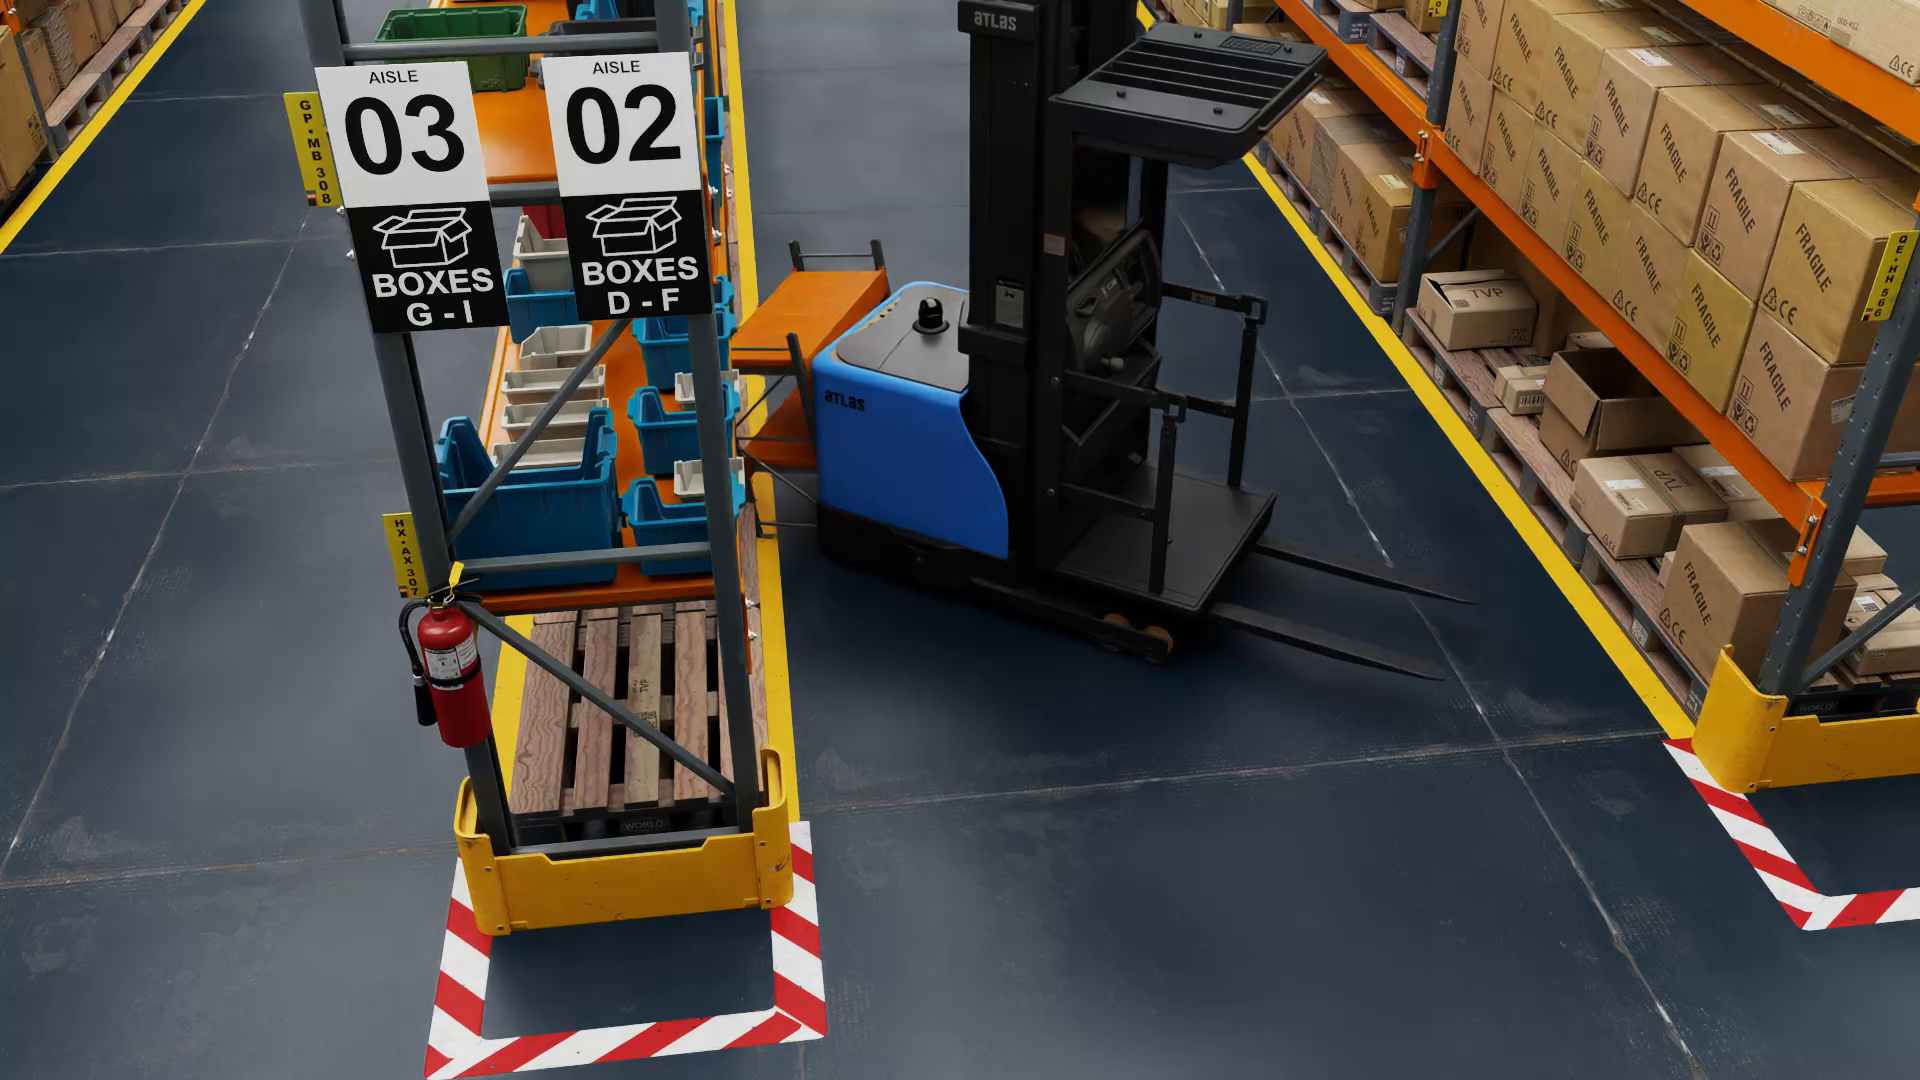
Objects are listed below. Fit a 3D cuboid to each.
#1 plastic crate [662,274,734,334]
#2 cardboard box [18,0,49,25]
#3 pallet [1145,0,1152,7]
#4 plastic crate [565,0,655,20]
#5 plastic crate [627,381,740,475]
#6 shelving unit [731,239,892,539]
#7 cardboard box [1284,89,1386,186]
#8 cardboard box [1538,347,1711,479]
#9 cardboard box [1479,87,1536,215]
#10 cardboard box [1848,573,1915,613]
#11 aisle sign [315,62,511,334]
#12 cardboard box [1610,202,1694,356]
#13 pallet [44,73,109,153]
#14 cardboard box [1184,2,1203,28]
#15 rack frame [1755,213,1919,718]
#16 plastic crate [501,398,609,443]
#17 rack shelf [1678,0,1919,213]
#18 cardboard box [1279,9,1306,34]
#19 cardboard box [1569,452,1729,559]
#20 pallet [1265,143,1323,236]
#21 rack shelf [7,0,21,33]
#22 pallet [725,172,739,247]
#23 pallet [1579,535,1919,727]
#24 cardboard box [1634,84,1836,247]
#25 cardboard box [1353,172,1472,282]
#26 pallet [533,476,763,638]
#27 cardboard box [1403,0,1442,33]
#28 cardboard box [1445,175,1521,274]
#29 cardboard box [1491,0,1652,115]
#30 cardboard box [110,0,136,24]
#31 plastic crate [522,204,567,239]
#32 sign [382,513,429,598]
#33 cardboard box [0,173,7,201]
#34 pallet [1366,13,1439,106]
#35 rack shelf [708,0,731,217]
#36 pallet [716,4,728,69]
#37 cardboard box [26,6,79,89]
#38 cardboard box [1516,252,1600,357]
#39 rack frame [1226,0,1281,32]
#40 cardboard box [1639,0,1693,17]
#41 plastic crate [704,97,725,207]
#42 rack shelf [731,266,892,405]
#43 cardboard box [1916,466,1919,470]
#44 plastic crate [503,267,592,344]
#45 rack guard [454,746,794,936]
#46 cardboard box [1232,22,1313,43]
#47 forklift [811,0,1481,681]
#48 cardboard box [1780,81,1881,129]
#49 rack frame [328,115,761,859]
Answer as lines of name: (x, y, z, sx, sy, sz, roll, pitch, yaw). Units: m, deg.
plastic crate: (-1.163, -0.952, 7.079, 0.416, 0.233, 0.300, -4, 35, -6)
cardboard box: (-7.424, -4.146, 12.833, 0.500, 0.250, 0.500, -1, 34, -1)
pallet: (2.194, -5.440, 16.046, 1.003, 0.211, 1.213, -4, 35, -6)
plastic crate: (-1.172, -2.019, 5.940, 0.504, 0.338, 0.767, -4, 35, -6)
plastic crate: (-1.035, -0.417, 6.294, 0.416, 0.233, 0.300, -4, 35, -6)
shelving unit: (-0.713, -0.756, 8.284, 0.538, 1.125, 1.048, 3, 35, 22)
cardboard box: (2.586, -2.779, 11.493, 0.500, 0.500, 0.500, -5, 35, -8)
cardboard box: (3.390, -0.639, 8.350, 0.797, 0.503, 0.637, -4, 35, -6)
cardboard box: (3.002, -1.987, 8.414, 0.500, 0.500, 0.500, -4, 34, -6)
cardboard box: (3.920, 0.285, 7.293, 0.380, 0.166, 0.250, -4, 35, -6)
aisle sign: (-1.520, -0.943, 4.662, 0.394, 0.787, 0.004, -4, 35, -6)
cardboard box: (3.205, -1.143, 7.175, 0.500, 0.500, 0.500, -4, 34, -6)
pallet: (-7.327, -3.304, 12.911, 1.003, 0.211, 1.213, -4, 35, -6)
cardboard box: (2.209, -4.368, 14.065, 0.500, 0.250, 0.500, -5, 35, -7)
rack frame: (3.670, -0.304, 6.033, 1.000, 3.000, 0.127, -4, 35, -6)
plastic crate: (-1.553, -0.451, 6.430, 0.396, 0.136, 0.243, -4, 35, -6)
rack shelf: (3.401, -2.363, 7.029, 1.077, 0.370, 4.000, -4, 35, -6)
cardboard box: (2.814, -4.352, 13.544, 0.500, 0.311, 0.500, -3, 34, -5)
cardboard box: (3.255, -0.167, 7.883, 0.500, 0.250, 0.500, -4, 35, -6)
pallet: (2.818, -2.518, 11.757, 1.003, 0.211, 1.213, -4, 35, -6)
rack shelf: (-7.492, -4.839, 13.326, 1.077, 0.370, 4.000, -4, 35, -6)
pallet: (-2.007, -2.127, 11.184, 1.003, 0.211, 1.213, -4, 35, -6)
pallet: (3.551, 0.361, 7.533, 1.003, 0.211, 1.213, -4, 35, -6)
cardboard box: (3.194, -1.557, 6.895, 0.500, 0.500, 0.500, -3, 34, -5)
cardboard box: (2.781, -1.939, 10.261, 0.500, 0.500, 0.500, -5, 35, -7)
pallet: (-1.472, 0.079, 7.947, 1.003, 0.211, 1.213, -4, 35, -6)
cardboard box: (3.134, -3.412, 10.131, 0.700, 0.500, 0.500, 1, 34, 1)
cardboard box: (3.308, -1.974, 10.312, 0.500, 0.500, 0.500, -6, 35, -9)
cardboard box: (2.986, -2.419, 8.159, 0.500, 0.500, 0.500, -5, 35, -8)
cardboard box: (-7.654, -4.790, 14.444, 0.700, 0.500, 0.500, -5, 35, -7)
plastic crate: (-1.905, -1.697, 7.967, 0.402, 0.464, 0.583, -4, 35, -6)
sign: (-1.782, 0.052, 5.365, 0.100, 0.325, 0.005, -4, 35, -6)
cardboard box: (-7.039, -2.431, 10.668, 1.225, 0.875, 0.875, -4, 35, -6)
pallet: (3.133, -2.911, 10.029, 1.003, 0.211, 1.213, -4, 35, -6)
rack shelf: (-2.046, -2.982, 10.601, 1.077, 0.370, 4.000, -4, 35, -6)
pallet: (-2.542, -4.358, 14.457, 1.003, 0.211, 1.213, -4, 35, -6)
cardboard box: (-7.420, -3.850, 13.065, 0.700, 0.500, 0.500, -7, 35, -10)
cardboard box: (3.490, -1.389, 9.454, 0.500, 0.500, 0.500, -4, 35, -6)
rack frame: (2.594, -4.769, 12.584, 1.000, 3.000, 0.127, -4, 35, -6)
cardboard box: (3.528, -2.443, 8.194, 0.500, 0.500, 0.500, -5, 35, -7)
plastic crate: (-1.376, -1.947, 8.404, 0.392, 0.384, 0.575, -4, 35, -6)
rack shelf: (-0.761, -1.000, 8.129, 0.538, 0.278, 1.000, 3, 35, 22)
cardboard box: (3.871, -0.613, 6.398, 0.500, 0.500, 0.500, -4, 34, -5)
plastic crate: (-1.769, -1.014, 7.169, 0.416, 0.233, 0.300, -4, 35, -6)
rack guard: (-1.223, 1.114, 6.171, 1.175, 0.500, 0.348, -4, 35, -6)
cardboard box: (2.372, -3.642, 12.759, 0.500, 0.500, 0.500, -3, 34, -4)
forklift: (0.852, -1.002, 7.118, 3.031, 2.935, 1.130, 16, 38, 23)
cardboard box: (3.731, -1.597, 6.953, 0.500, 0.500, 0.500, -4, 34, -6)
rack frame: (-1.239, 0.069, 5.486, 1.000, 3.000, 0.127, -4, 35, -6)
